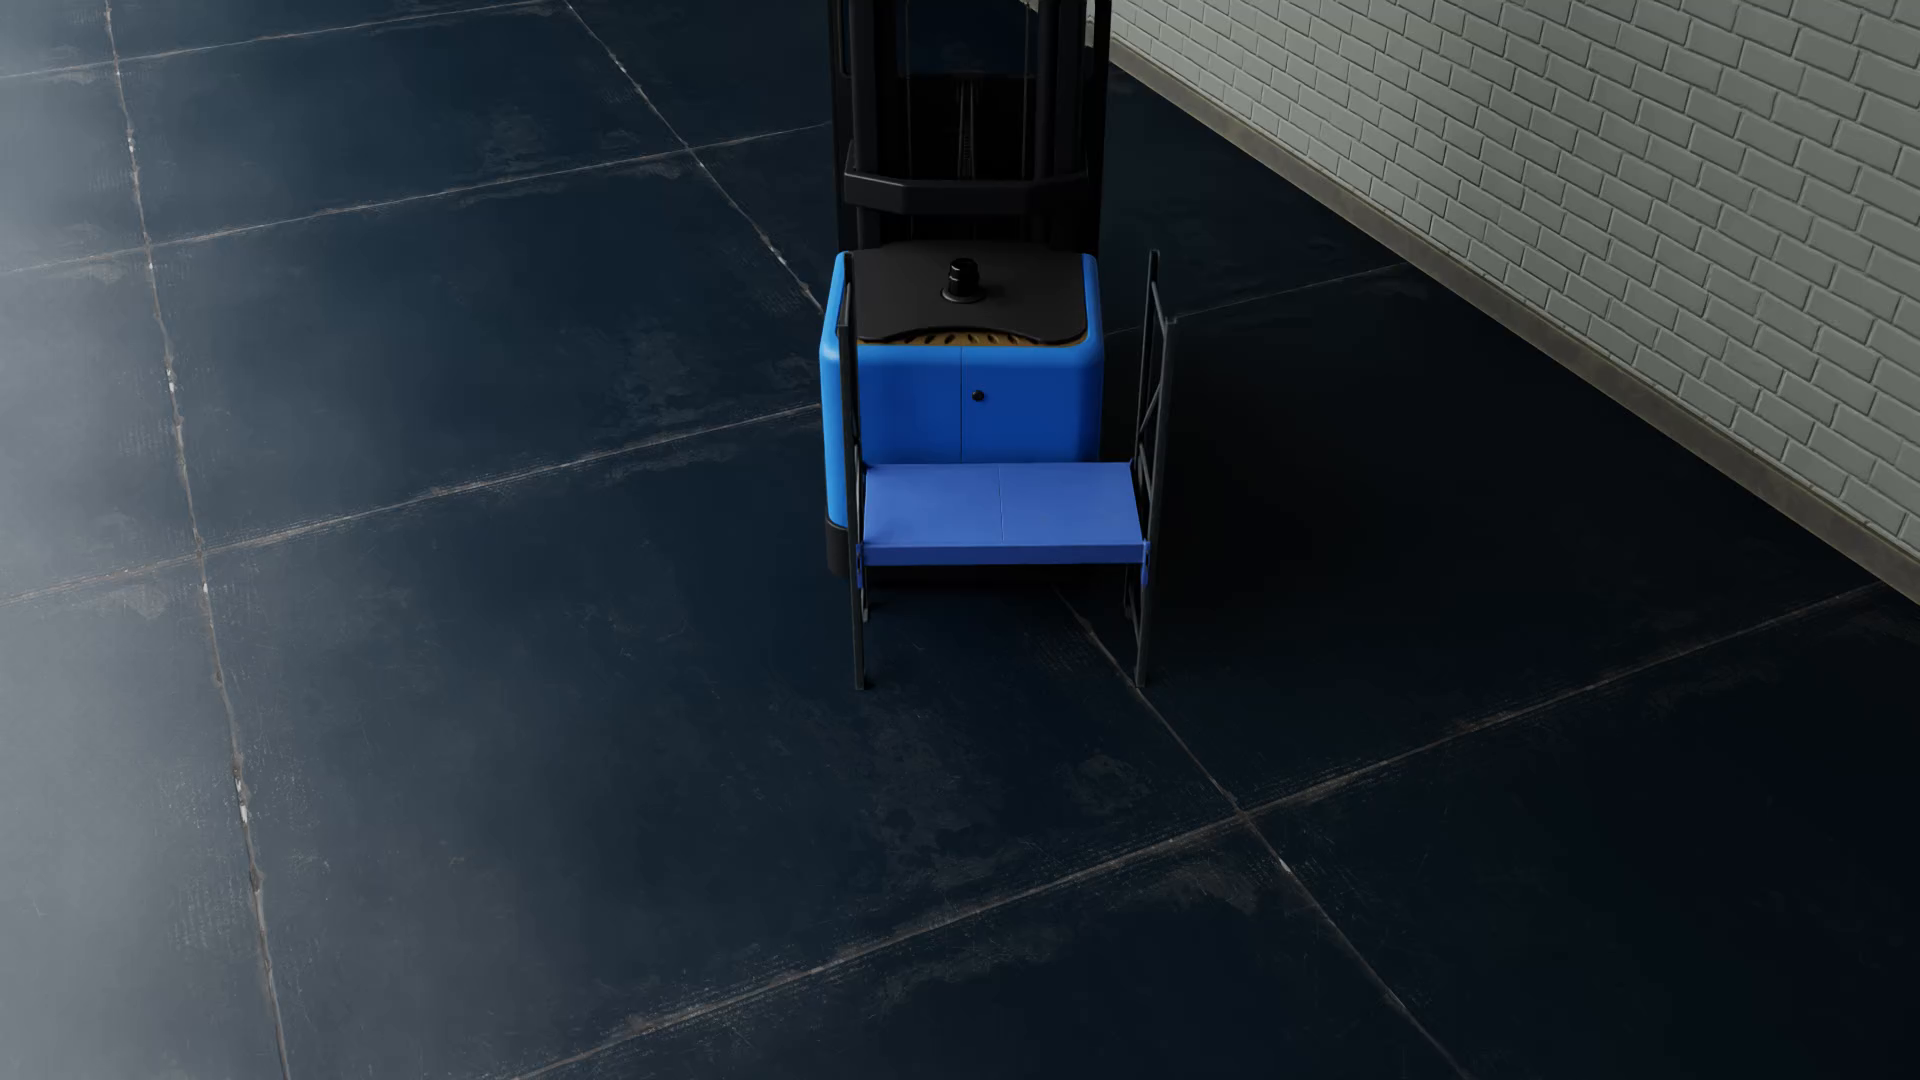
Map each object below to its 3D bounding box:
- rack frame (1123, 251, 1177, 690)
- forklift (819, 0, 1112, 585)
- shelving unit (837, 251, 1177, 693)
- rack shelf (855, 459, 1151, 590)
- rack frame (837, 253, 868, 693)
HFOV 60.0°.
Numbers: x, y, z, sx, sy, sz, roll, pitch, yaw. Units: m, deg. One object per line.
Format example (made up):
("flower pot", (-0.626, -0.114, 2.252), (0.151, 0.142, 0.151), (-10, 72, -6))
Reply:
("rack frame", (0.651, -0.209, 5.773), (0.032, 1.500, 0.500), (-1, 37, -1))
("forklift", (0.040, -1.855, 6.791), (1.130, 2.935, 3.031), (1, 37, 1))
("shelving unit", (0.143, -0.204, 5.766), (1.048, 1.500, 0.538), (-1, 37, -1))
("rack shelf", (0.143, -0.060, 5.874), (1.000, 0.185, 0.538), (-1, 37, -1))
("rack frame", (-0.366, -0.199, 5.760), (0.032, 1.500, 0.500), (-1, 37, -1))
